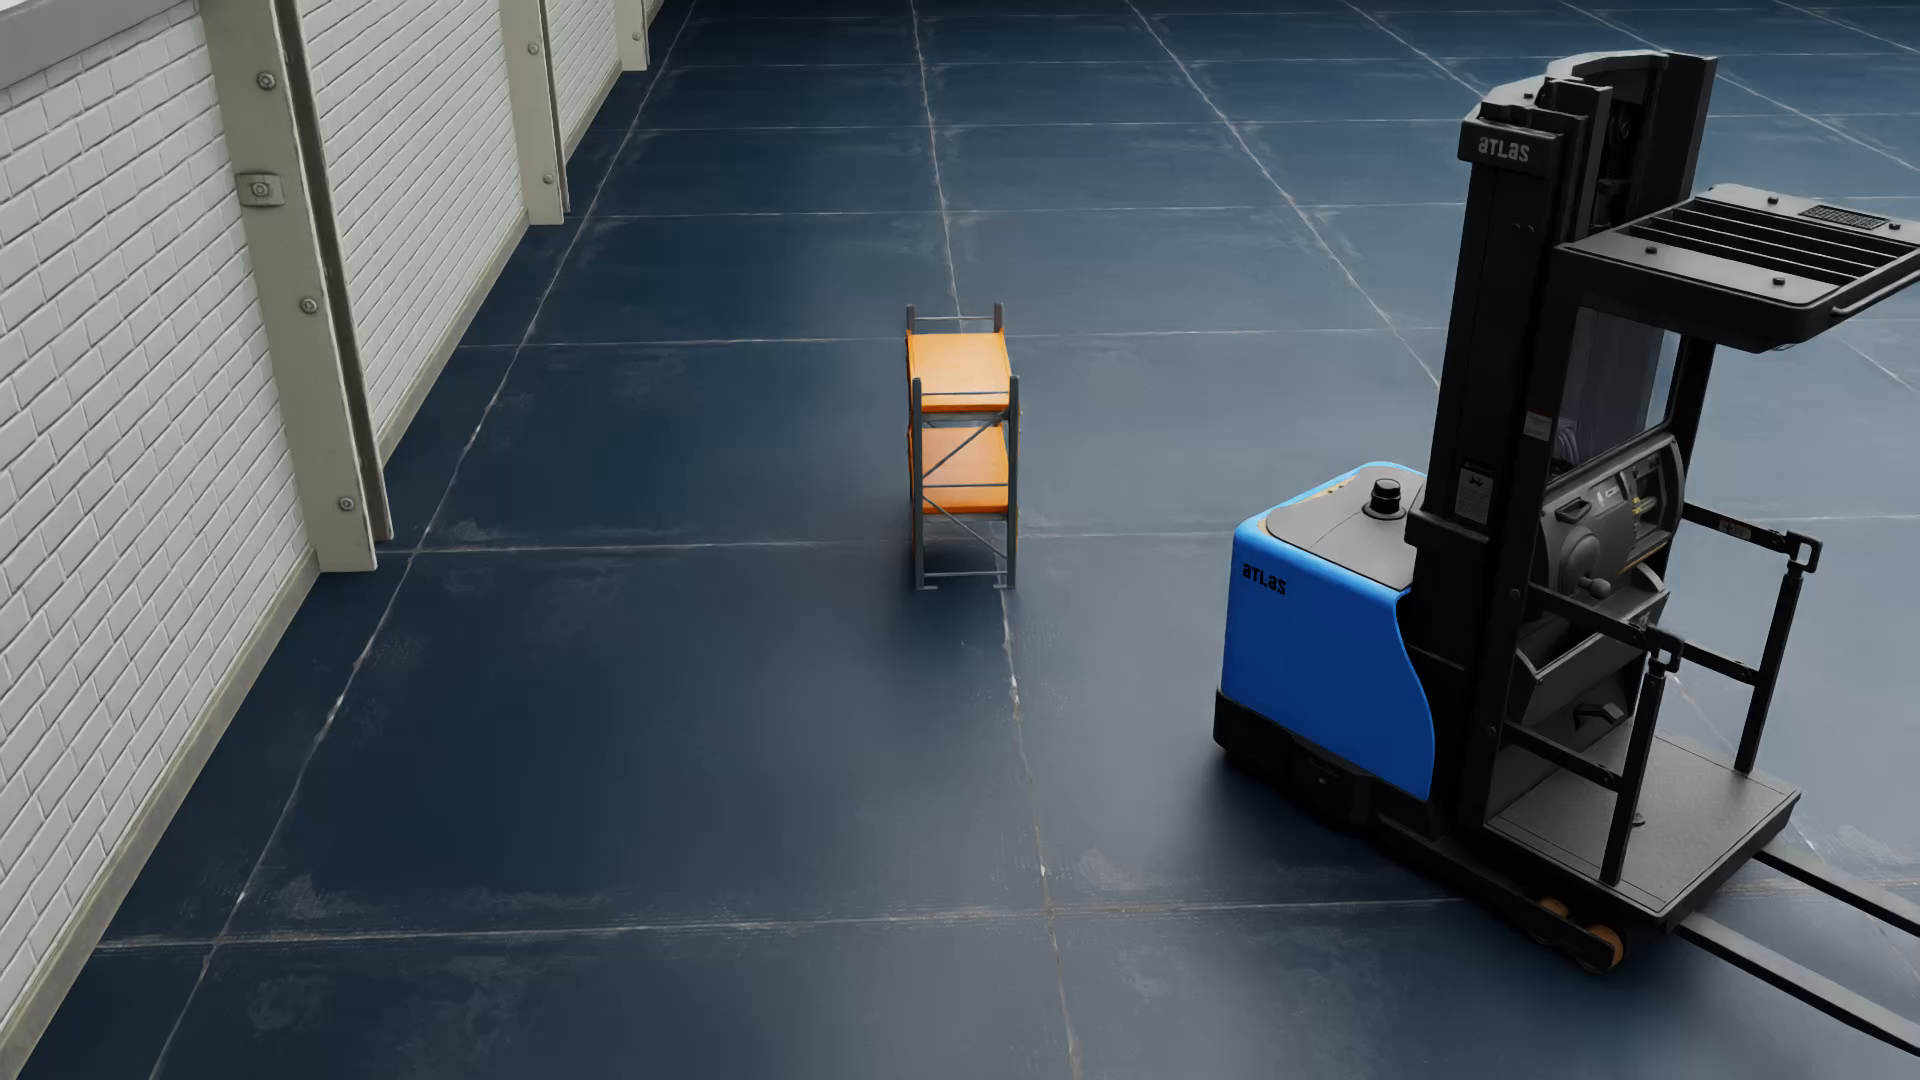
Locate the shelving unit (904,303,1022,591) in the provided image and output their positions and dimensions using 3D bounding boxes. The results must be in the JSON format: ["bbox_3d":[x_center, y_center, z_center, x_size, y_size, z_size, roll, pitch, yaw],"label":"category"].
[{"bbox_3d":[0.000,-0.496,8.484,0.538,1.125,1.048,-1,28,-3],"label":"shelving unit"}]

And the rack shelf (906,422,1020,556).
[{"bbox_3d":[0.000,-0.279,8.597,0.538,0.278,1.000,-1,28,-3],"label":"rack shelf"}]

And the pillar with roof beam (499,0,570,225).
[{"bbox_3d":[0.849,-6.796,12.049,9.100,9.000,0.400,-1,28,-3],"label":"pillar with roof beam"}]

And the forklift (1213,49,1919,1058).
[{"bbox_3d":[2.422,-0.049,5.674,1.130,2.935,3.031,-22,35,-36],"label":"forklift"}]

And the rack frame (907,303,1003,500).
[{"bbox_3d":[-0.026,-0.730,8.934,0.500,1.125,0.032,-1,28,-3],"label":"rack frame"}]

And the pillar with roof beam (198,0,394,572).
[{"bbox_3d":[1.162,-4.025,6.737,9.100,9.000,0.400,-1,28,-3],"label":"pillar with roof beam"}]

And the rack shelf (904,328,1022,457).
[{"bbox_3d":[0.000,-0.755,8.349,0.538,0.278,1.000,-1,28,-3],"label":"rack shelf"}]

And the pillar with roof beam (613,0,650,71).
[{"bbox_3d":[0.535,-9.567,17.362,9.100,9.000,0.400,-1,28,-3],"label":"pillar with roof beam"}]

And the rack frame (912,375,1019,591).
[{"bbox_3d":[0.027,-0.261,8.034,0.500,1.125,0.032,-1,28,-3],"label":"rack frame"}]
